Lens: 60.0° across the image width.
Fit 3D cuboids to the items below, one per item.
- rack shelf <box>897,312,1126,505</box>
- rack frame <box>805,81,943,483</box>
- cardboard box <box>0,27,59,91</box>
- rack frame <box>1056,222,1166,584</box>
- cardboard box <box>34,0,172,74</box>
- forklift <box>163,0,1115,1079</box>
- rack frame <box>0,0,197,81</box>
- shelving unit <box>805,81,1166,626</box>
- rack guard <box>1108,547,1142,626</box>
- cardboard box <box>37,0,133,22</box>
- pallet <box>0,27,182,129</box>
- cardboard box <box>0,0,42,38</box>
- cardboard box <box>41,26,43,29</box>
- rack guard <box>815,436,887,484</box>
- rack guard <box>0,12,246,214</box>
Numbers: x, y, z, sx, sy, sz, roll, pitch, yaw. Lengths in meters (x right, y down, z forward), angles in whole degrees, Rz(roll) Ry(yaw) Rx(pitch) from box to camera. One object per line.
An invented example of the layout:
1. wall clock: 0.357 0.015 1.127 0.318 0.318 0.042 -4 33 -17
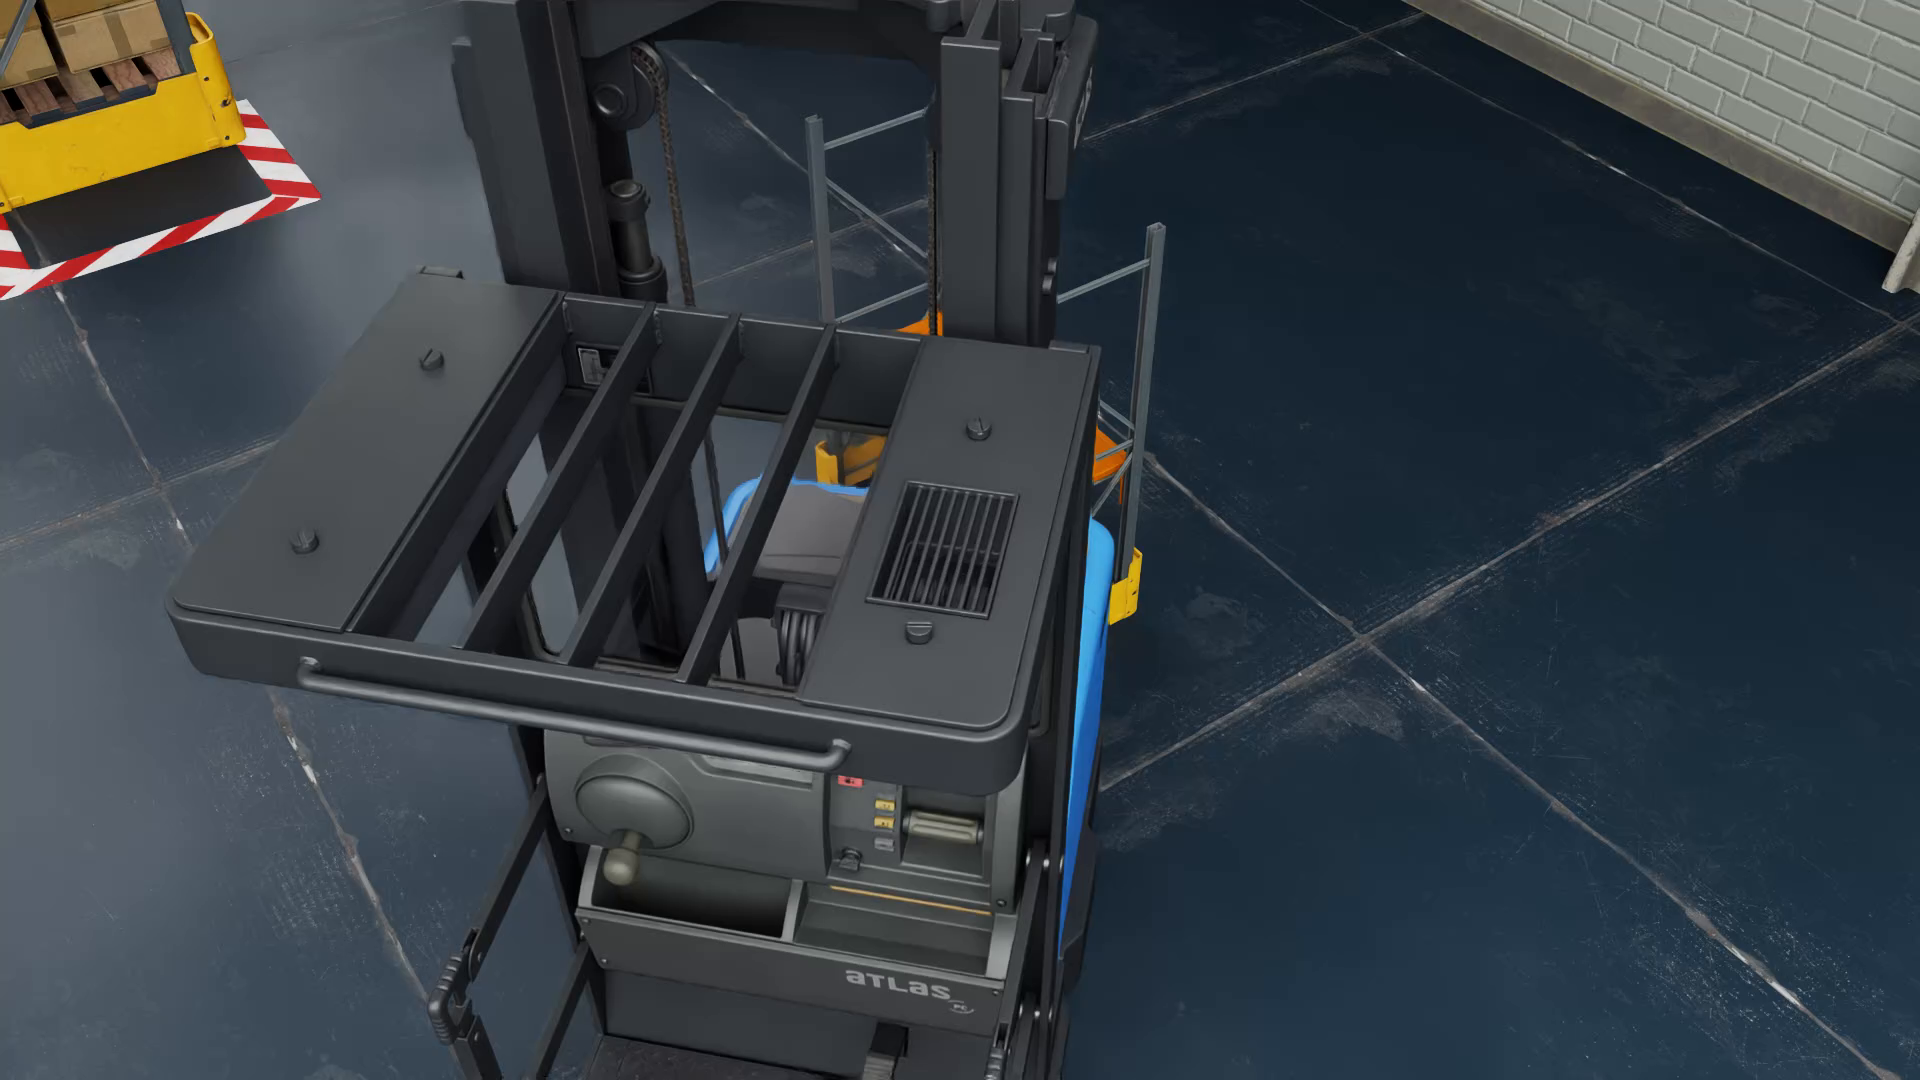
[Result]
1. rack shelf: 0.049 -0.364 5.306 0.538 0.185 1.000 -26 49 -24
2. rack frame: -0.242 -0.782 5.483 0.500 1.500 0.032 -26 49 -24
3. cardboard box: -4.513 -2.282 7.655 0.500 0.250 0.500 -26 49 -25
4. rack frame: 0.340 -0.206 4.880 0.500 1.500 0.032 -26 49 -24
5. cardboard box: -4.051 -2.483 7.866 0.500 0.250 0.500 -26 49 -25
6. forklift: -0.381 0.592 3.007 1.130 2.935 3.031 8 44 8
7. rack frame: -3.816 -2.760 6.468 1.000 3.000 0.127 -26 49 -24
8. shelving unit: 0.044 -0.499 5.187 0.587 1.500 1.083 -26 49 -24
9. rack guard: 0.329 0.235 5.323 0.587 0.250 0.087 -26 49 -24
10. cardboard box: -4.065 -2.767 7.621 0.500 0.500 0.500 -27 50 -26
11. pallet: -4.295 -2.268 7.973 1.003 0.211 1.213 -26 49 -24
12. cardboard box: -4.488 -2.539 7.381 0.500 0.500 0.500 -25 49 -24
13. cardboard box: -4.337 -2.775 8.172 0.500 0.250 0.500 -24 49 -23
14. rack guard: -0.241 -0.329 5.914 0.587 0.250 0.087 -26 49 -24
15. rack guard: -3.860 -1.898 7.377 1.175 0.500 0.348 -26 49 -24
